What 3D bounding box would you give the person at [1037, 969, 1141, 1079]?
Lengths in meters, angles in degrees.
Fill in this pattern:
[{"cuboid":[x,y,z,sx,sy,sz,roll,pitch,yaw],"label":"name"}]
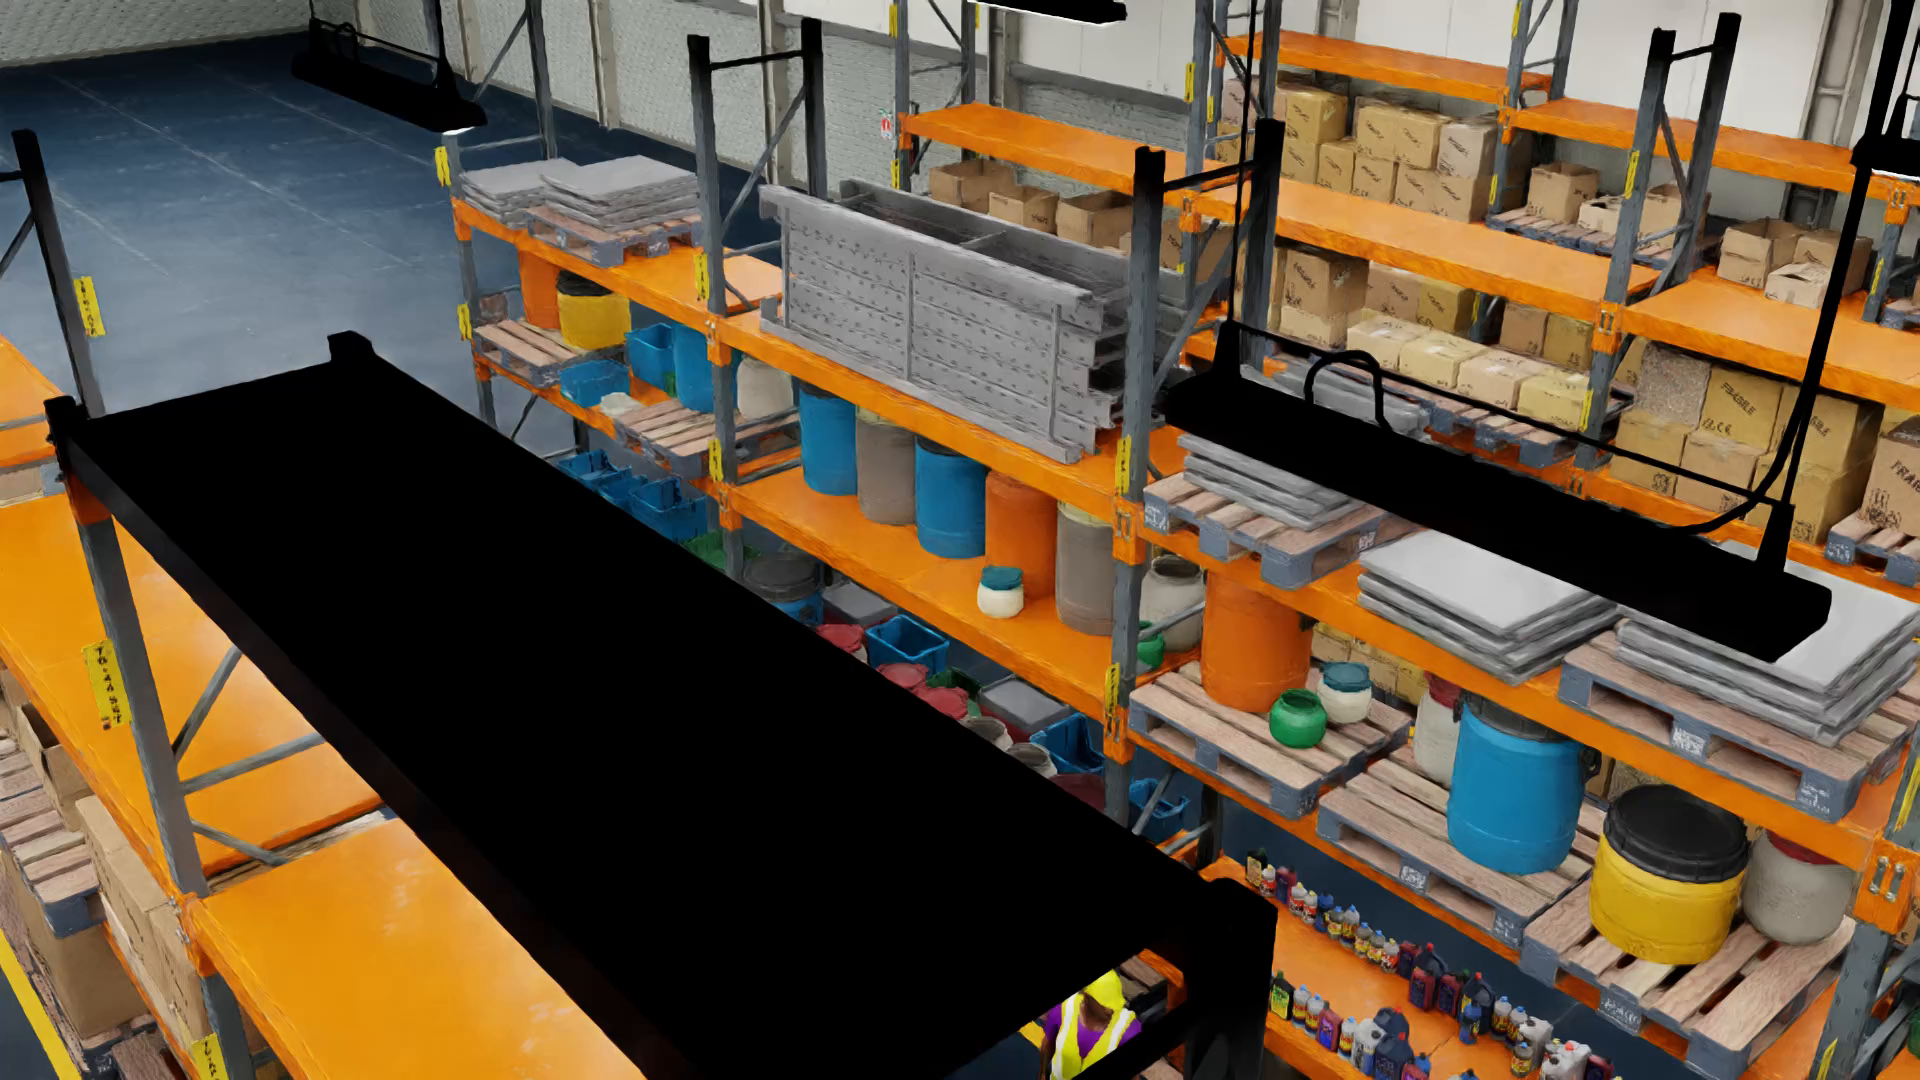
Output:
[{"cuboid":[0.719,3.129,9.472,0.607,1.761,0.440,10,29,18],"label":"person"}]
